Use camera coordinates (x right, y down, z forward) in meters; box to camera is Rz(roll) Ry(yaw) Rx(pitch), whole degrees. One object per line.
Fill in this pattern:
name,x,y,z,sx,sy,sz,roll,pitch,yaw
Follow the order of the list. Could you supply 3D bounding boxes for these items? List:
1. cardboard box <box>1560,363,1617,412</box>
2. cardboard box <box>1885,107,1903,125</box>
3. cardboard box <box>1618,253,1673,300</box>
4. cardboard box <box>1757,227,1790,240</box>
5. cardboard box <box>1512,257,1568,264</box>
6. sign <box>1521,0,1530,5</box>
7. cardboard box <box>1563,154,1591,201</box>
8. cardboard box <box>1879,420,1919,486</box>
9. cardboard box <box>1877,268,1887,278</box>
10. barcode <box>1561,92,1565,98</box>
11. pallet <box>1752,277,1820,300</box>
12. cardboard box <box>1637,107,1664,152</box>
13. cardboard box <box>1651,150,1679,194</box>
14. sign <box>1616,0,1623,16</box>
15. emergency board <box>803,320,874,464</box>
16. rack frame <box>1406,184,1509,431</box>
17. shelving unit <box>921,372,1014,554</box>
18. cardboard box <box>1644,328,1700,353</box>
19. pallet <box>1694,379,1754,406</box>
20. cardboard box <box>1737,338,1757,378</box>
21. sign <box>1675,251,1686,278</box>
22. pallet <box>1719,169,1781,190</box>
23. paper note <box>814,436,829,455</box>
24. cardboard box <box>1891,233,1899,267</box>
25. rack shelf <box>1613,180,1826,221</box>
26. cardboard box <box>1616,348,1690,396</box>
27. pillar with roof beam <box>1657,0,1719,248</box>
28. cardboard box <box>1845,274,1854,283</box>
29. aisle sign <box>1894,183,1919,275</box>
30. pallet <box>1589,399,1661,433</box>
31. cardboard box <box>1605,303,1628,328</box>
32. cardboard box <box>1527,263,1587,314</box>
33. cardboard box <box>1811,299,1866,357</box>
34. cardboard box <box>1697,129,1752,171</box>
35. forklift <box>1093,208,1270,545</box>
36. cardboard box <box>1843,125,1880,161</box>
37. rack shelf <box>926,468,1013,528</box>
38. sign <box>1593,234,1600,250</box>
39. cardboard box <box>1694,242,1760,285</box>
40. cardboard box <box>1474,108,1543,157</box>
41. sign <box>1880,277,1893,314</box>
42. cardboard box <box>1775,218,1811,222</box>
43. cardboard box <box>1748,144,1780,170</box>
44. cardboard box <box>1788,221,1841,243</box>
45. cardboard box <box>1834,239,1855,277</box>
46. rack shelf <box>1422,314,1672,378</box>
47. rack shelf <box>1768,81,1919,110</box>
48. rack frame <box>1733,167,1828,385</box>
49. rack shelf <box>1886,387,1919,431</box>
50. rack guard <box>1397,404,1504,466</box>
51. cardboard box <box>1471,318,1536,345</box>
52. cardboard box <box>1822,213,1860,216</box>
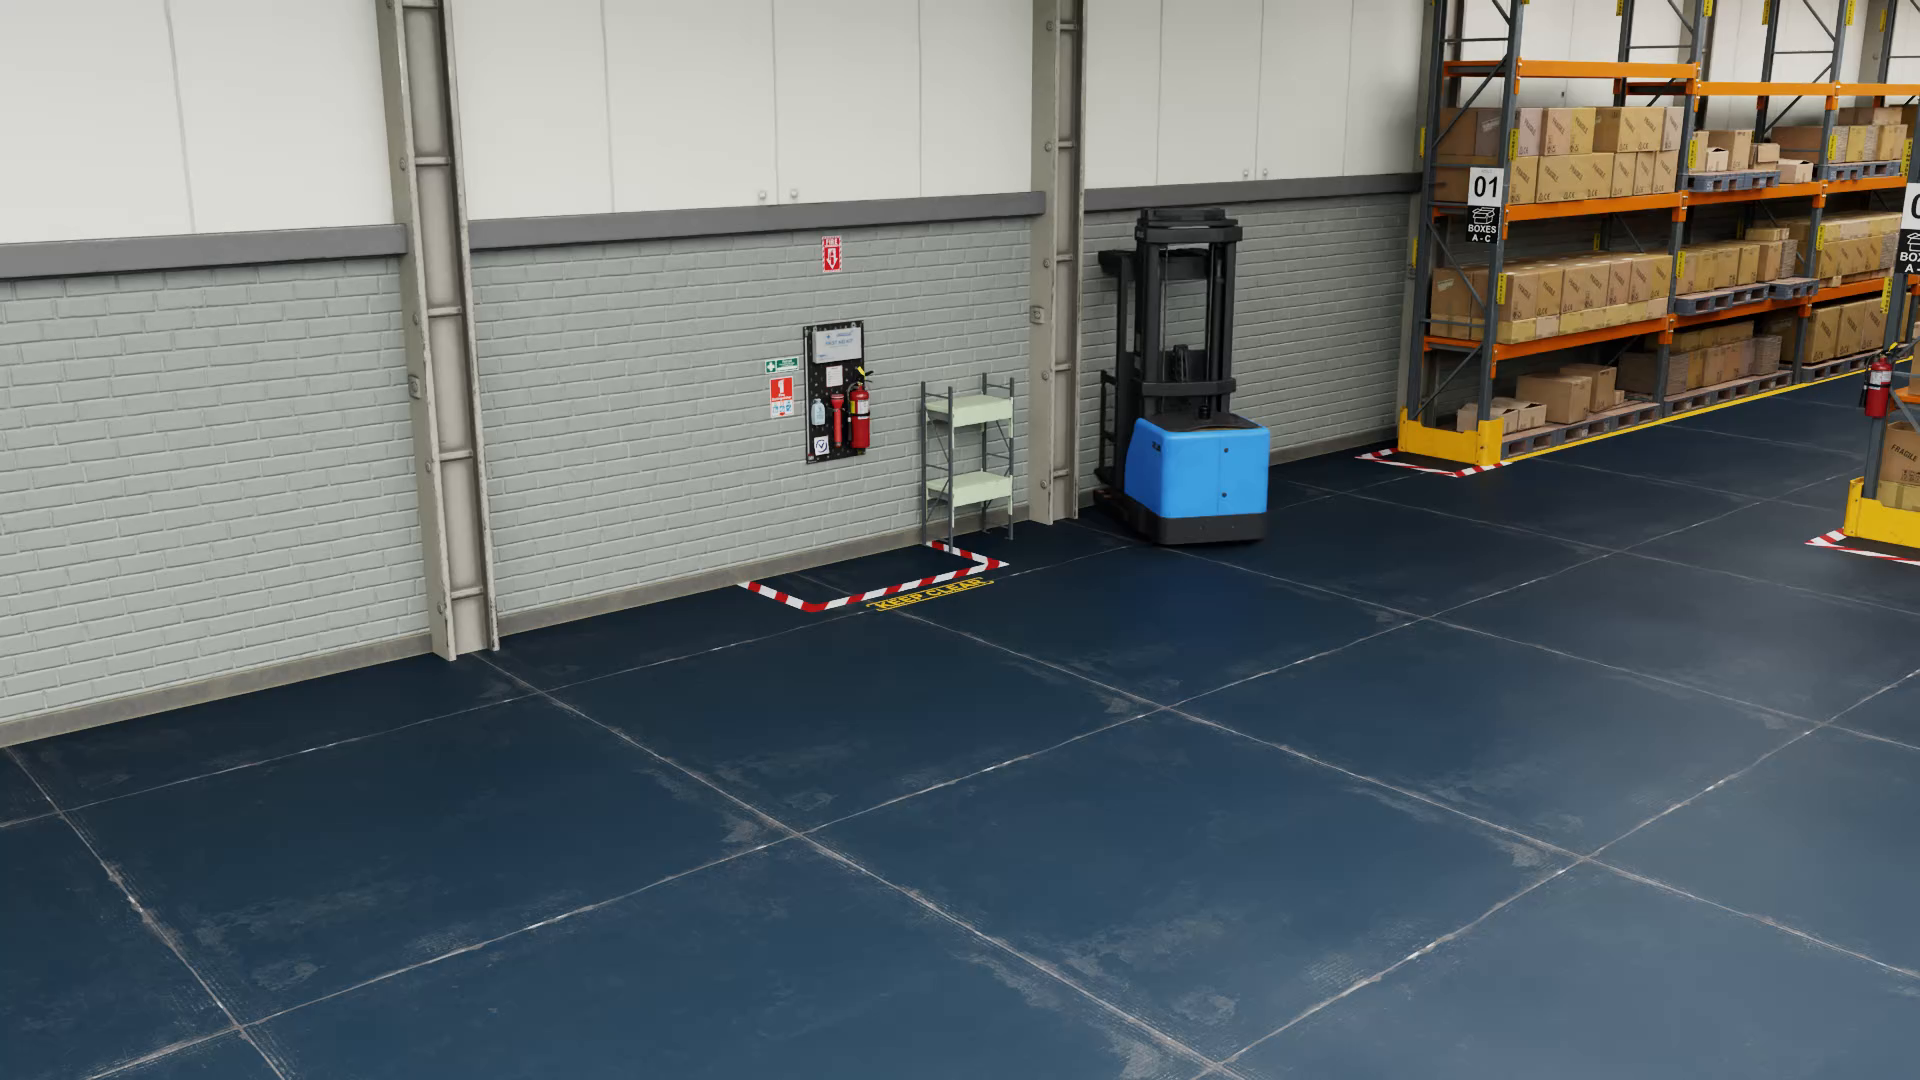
cardboard box,7.720,-1.885,20.487,0.500,0.500,0.500,14,21,43
cardboard box,13.762,-6.368,24.966,0.500,0.250,0.500,-11,18,-35
cardboard box,8.323,-3.223,20.303,0.500,0.500,0.500,-13,20,-39
cardboard box,11.253,-4.252,23.051,0.380,0.149,0.250,13,20,40
cardboard box,6.828,-3.064,19.708,0.500,0.500,0.500,-12,19,-39
sign,5.815,-5.669,17.071,0.005,0.325,0.100,-13,19,-39
cardboard box,6.693,-4.074,18.645,0.500,0.500,0.500,-12,19,-37
cardboard box,8.923,-0.808,15.524,0.500,0.500,0.500,-13,19,-39
cardboard box,13.654,-4.028,24.965,0.250,0.149,0.380,-13,19,-39
barcode,7.146,-5.279,19.708,0.075,0.075,0.001,-13,19,-39
pallet,11.026,-3.507,22.940,1.003,0.211,1.213,-13,19,-39
cardboard box,7.868,-4.821,19.504,0.500,0.500,0.500,-11,19,-36
cardboard box,8.256,-4.437,20.003,0.500,0.500,0.500,-12,19,-38
sign,8.108,-6.597,20.394,0.005,0.325,0.100,-13,19,-39
emergency board,-0.996,-1.246,14.101,0.643,1.169,0.194,-13,19,-39
rack frame,5.459,-2.386,18.371,0.127,3.000,1.000,-13,19,-39
shelving unit,0.070,-0.702,14.973,0.755,1.500,0.431,-13,20,-40
cardboard box,9.351,-2.634,21.838,0.500,0.250,0.500,-13,20,-41
pallet,9.984,-2.057,22.541,1.213,0.211,1.003,-13,19,-39
cardboard box,10.520,-2.550,22.974,0.500,0.500,0.700,-13,20,-39
sign,8.838,-3.378,20.406,0.005,0.325,0.100,-13,19,-39
pallet,9.792,-4.683,21.519,1.003,0.211,1.213,-13,19,-39
paper note,-1.175,-0.804,14.153,0.142,0.148,0.016,-13,19,-39
cardboard box,13.950,-4.405,25.121,0.500,0.500,0.500,-12,19,-39
rack shelf,9.985,-4.504,21.882,4.000,0.370,1.077,-13,19,-39
cardboard box,9.021,-2.197,21.653,0.500,0.500,0.700,-12,19,-38
pillar with roof beam,12.771,-5.750,19.339,0.400,9.000,9.100,-13,19,-39
cardboard box,12.847,-3.864,24.351,0.250,0.149,0.380,-12,19,-39
aisle sign,8.471,-2.725,14.600,0.004,0.787,0.394,-13,19,-39
pallet,7.993,-1.596,20.816,1.213,0.211,1.003,-13,19,-39
cardboard box,7.568,-2.691,19.763,0.500,0.250,0.500,-13,20,-40
cardboard box,6.790,-2.876,19.004,0.500,0.500,0.500,-13,20,-41
cardboard box,12.800,-3.152,24.590,0.750,0.750,0.750,-13,20,-40
cardboard box,9.872,-5.050,21.525,0.500,0.500,0.500,-14,20,-41
forklift,1.941,-1.711,15.976,1.130,2.935,3.031,-4,15,-13
cardboard box,12.978,-5.822,24.376,0.500,0.500,0.700,-13,20,-39
rack shelf,0.070,-0.387,15.057,0.720,0.370,0.431,-13,20,-40
sign,8.109,-3.731,21.161,0.005,0.325,0.100,-13,19,-39
cardboard box,10.221,-3.705,22.264,0.500,0.500,0.700,-13,19,-39
cardboard box,5.909,-4.395,17.907,0.500,0.500,0.500,14,21,43
sign,8.368,-2.204,14.988,0.005,0.325,0.100,-13,19,-39
cardboard box,12.059,-4.520,24.097,0.500,0.250,0.500,-13,20,-41
cardboard box,10.455,-5.049,22.287,0.637,0.503,0.797,-9,18,-32
cardboard box,12.027,-4.337,23.413,0.500,0.250,0.500,-12,19,-38
cardboard box,12.430,-4.063,23.838,0.500,0.500,0.500,-12,19,-38
rack shelf,6.968,-2.378,19.733,4.000,0.370,1.077,-13,19,-39
rack shelf,13.003,-6.438,24.084,4.000,0.370,1.077,-13,19,-39
rack frame,11.494,-3.742,23.445,0.127,3.000,1.000,-13,19,-39
rack shelf,10.222,-1.414,16.125,4.000,0.370,1.077,-13,19,-39
rack guard,5.516,-1.192,18.742,0.348,0.500,1.175,-13,19,-39
cardboard box,6.036,-2.344,18.466,0.500,0.250,0.500,-13,20,-41
cardboard box,13.228,-4.780,25.071,0.500,0.250,0.500,-14,20,-41
